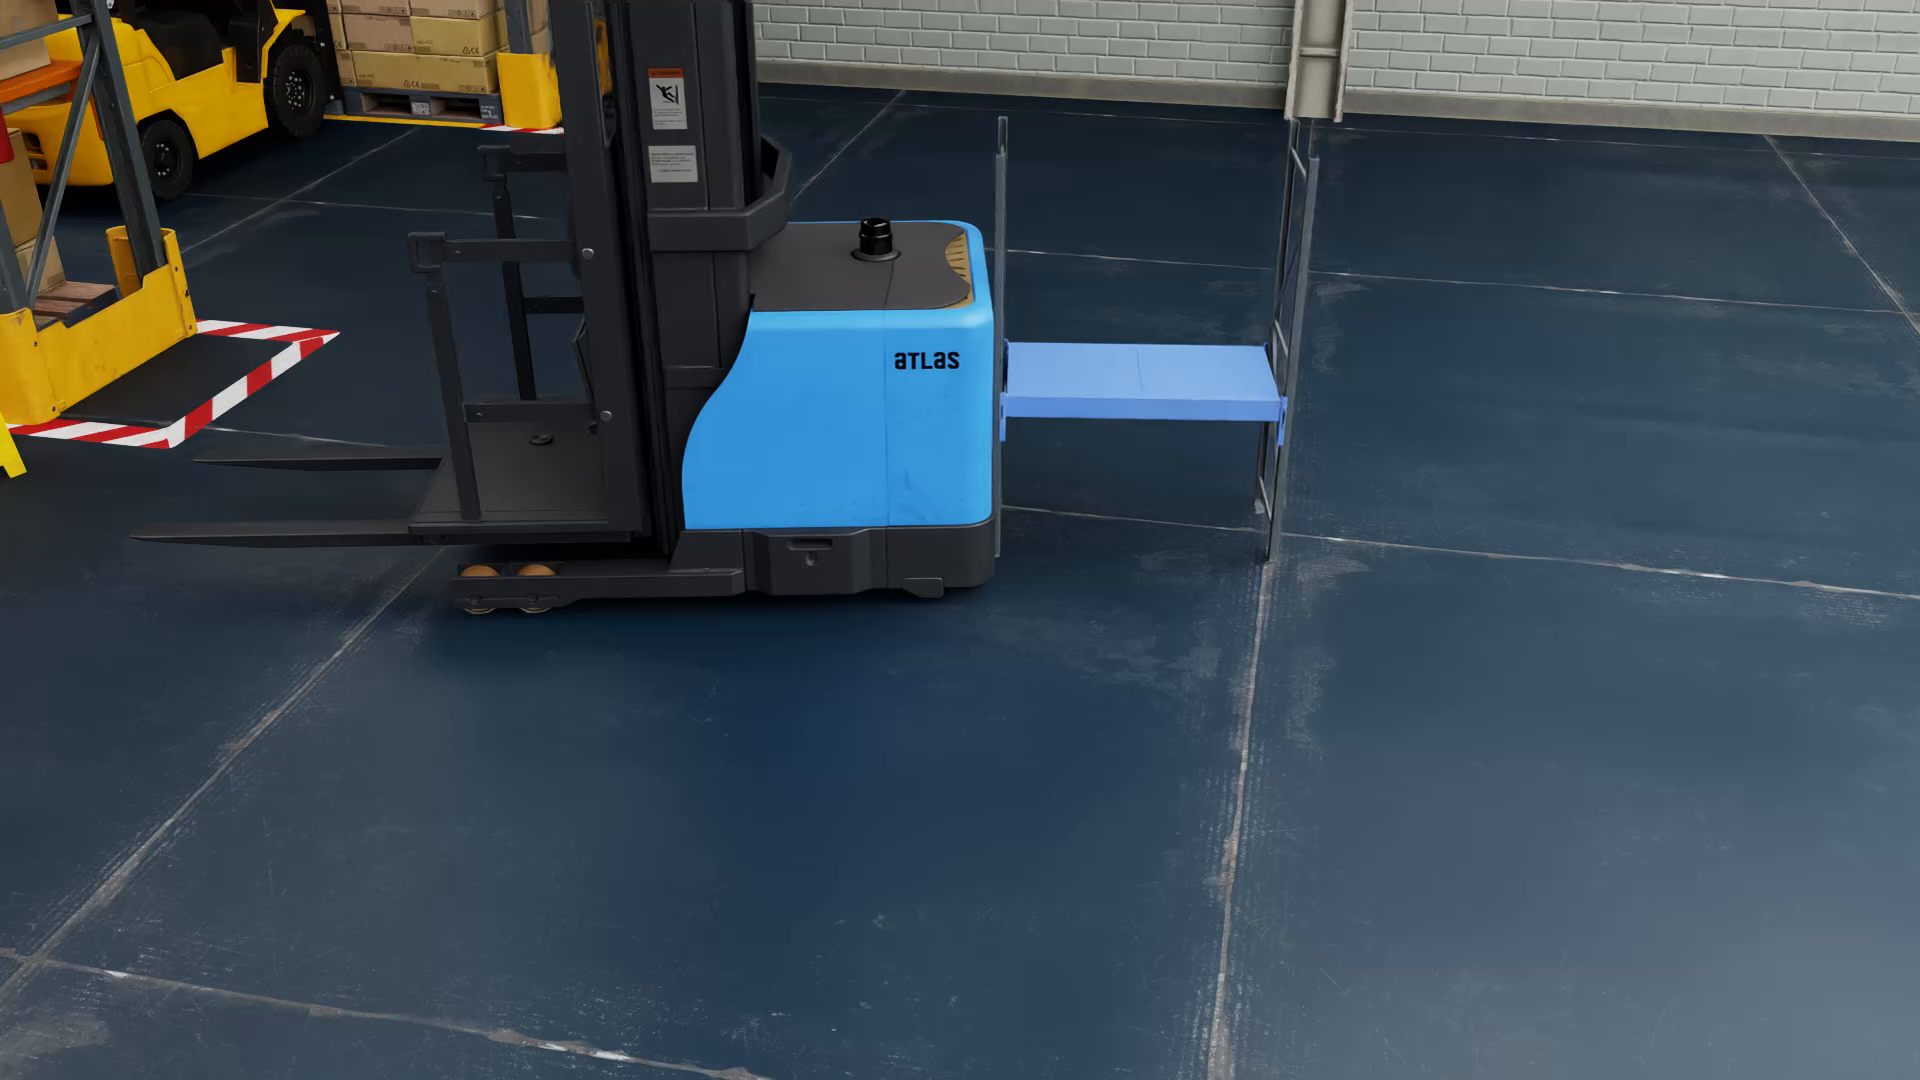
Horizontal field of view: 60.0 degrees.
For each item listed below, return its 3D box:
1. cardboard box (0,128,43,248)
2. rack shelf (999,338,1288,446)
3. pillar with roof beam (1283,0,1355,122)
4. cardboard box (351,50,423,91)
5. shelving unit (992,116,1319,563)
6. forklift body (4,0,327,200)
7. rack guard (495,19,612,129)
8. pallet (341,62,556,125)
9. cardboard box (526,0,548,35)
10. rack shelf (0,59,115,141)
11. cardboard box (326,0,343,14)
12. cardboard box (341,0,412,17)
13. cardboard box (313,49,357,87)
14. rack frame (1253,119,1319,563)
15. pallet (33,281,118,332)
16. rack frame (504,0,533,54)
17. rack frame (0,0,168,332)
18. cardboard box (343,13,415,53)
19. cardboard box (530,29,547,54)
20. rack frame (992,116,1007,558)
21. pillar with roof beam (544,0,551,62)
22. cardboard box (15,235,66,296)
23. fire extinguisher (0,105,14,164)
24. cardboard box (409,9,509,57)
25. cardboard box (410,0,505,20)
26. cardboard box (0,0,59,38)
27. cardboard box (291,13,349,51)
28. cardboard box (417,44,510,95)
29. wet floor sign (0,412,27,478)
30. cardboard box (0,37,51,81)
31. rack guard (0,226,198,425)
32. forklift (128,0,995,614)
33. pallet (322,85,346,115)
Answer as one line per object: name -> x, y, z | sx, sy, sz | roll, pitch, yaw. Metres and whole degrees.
cardboard box -> -4.674, -1.607, 7.707 | 0.500, 0.500, 0.500 | 5, 29, 9
rack shelf -> 0.649, -0.545, 6.058 | 1.000, 0.185, 0.538 | 1, 29, 2
pillar with roof beam -> 1.589, -4.920, 5.865 | 0.400, 9.000, 9.100 | 6, 29, 11
cardboard box -> -3.896, -3.350, 11.671 | 0.500, 0.250, 0.500 | 6, 29, 11
shelving unit -> 0.649, -0.703, 5.972 | 1.048, 1.500, 0.538 | 1, 29, 2
forklift body -> -5.122, -3.380, 10.183 | 1.214, 2.155, 2.313 | 6, 29, 11
rack guard -> -2.863, -3.320, 11.793 | 0.348, 0.500, 1.175 | 6, 29, 11
pallet -> -3.643, -3.252, 11.971 | 1.213, 0.211, 1.003 | 6, 29, 11
cardboard box -> -3.303, -3.761, 11.901 | 0.500, 0.250, 0.500 | 6, 29, 11
rack shelf -> -5.875, -1.972, 7.477 | 4.000, 0.370, 1.077 | 6, 29, 11
cardboard box -> -4.398, -3.829, 11.506 | 0.500, 0.250, 0.500 | 6, 29, 11
cardboard box -> -3.903, -3.783, 11.422 | 0.500, 0.250, 0.500 | 6, 29, 11
cardboard box -> -4.384, -3.404, 11.770 | 0.500, 0.250, 0.500 | 6, 29, 11
rack frame -> 1.157, -0.693, 5.954 | 0.032, 1.500, 0.500 | 1, 29, 2
pallet -> -4.781, -0.970, 7.801 | 1.213, 0.211, 1.003 | 6, 29, 11
rack frame -> -2.887, -4.418, 11.197 | 0.127, 3.000, 1.000 | 6, 29, 11
rack frame -> -3.919, -2.087, 6.938 | 0.127, 3.000, 1.000 | 6, 29, 11
cardboard box -> -3.916, -3.573, 11.558 | 0.500, 0.250, 0.500 | 6, 29, 10
cardboard box -> -3.326, -3.538, 12.014 | 0.500, 0.250, 0.500 | 6, 29, 11
rack frame -> 0.141, -0.713, 5.990 | 0.032, 1.500, 0.500 | 1, 29, 2
pillar with roof beam -> -4.278, -5.521, 6.964 | 0.400, 9.000, 9.100 | 6, 29, 11
cardboard box -> -4.651, -1.276, 7.883 | 0.500, 0.250, 0.500 | 6, 29, 10
fire extinguisher -> -3.904, -1.825, 6.541 | 0.183, 0.674, 0.296 | 6, 29, 11
cardboard box -> -3.428, -3.518, 11.457 | 0.500, 0.250, 0.500 | 5, 29, 10
cardboard box -> -3.402, -3.735, 11.333 | 0.500, 0.250, 0.500 | 7, 29, 12
cardboard box -> -4.325, -2.439, 7.168 | 0.500, 0.500, 0.500 | 5, 29, 10
cardboard box -> -4.425, -3.615, 11.635 | 0.500, 0.250, 0.500 | 5, 29, 9
cardboard box -> -3.412, -3.295, 11.571 | 0.500, 0.250, 0.500 | 6, 29, 11
wet floor sign -> -3.957, -0.533, 6.551 | 0.232, 0.644, 0.267 | 17, 33, 28
cardboard box -> -4.208, -2.108, 7.239 | 0.250, 0.149, 0.380 | 6, 29, 11
rack guard -> -3.994, -0.998, 7.553 | 0.348, 0.500, 1.175 | 6, 29, 11
forklift -> -1.406, -1.287, 5.548 | 3.031, 2.935, 1.130 | -1, 29, -2
pallet -> -4.833, -3.376, 12.196 | 1.213, 0.211, 1.003 | 6, 29, 11
